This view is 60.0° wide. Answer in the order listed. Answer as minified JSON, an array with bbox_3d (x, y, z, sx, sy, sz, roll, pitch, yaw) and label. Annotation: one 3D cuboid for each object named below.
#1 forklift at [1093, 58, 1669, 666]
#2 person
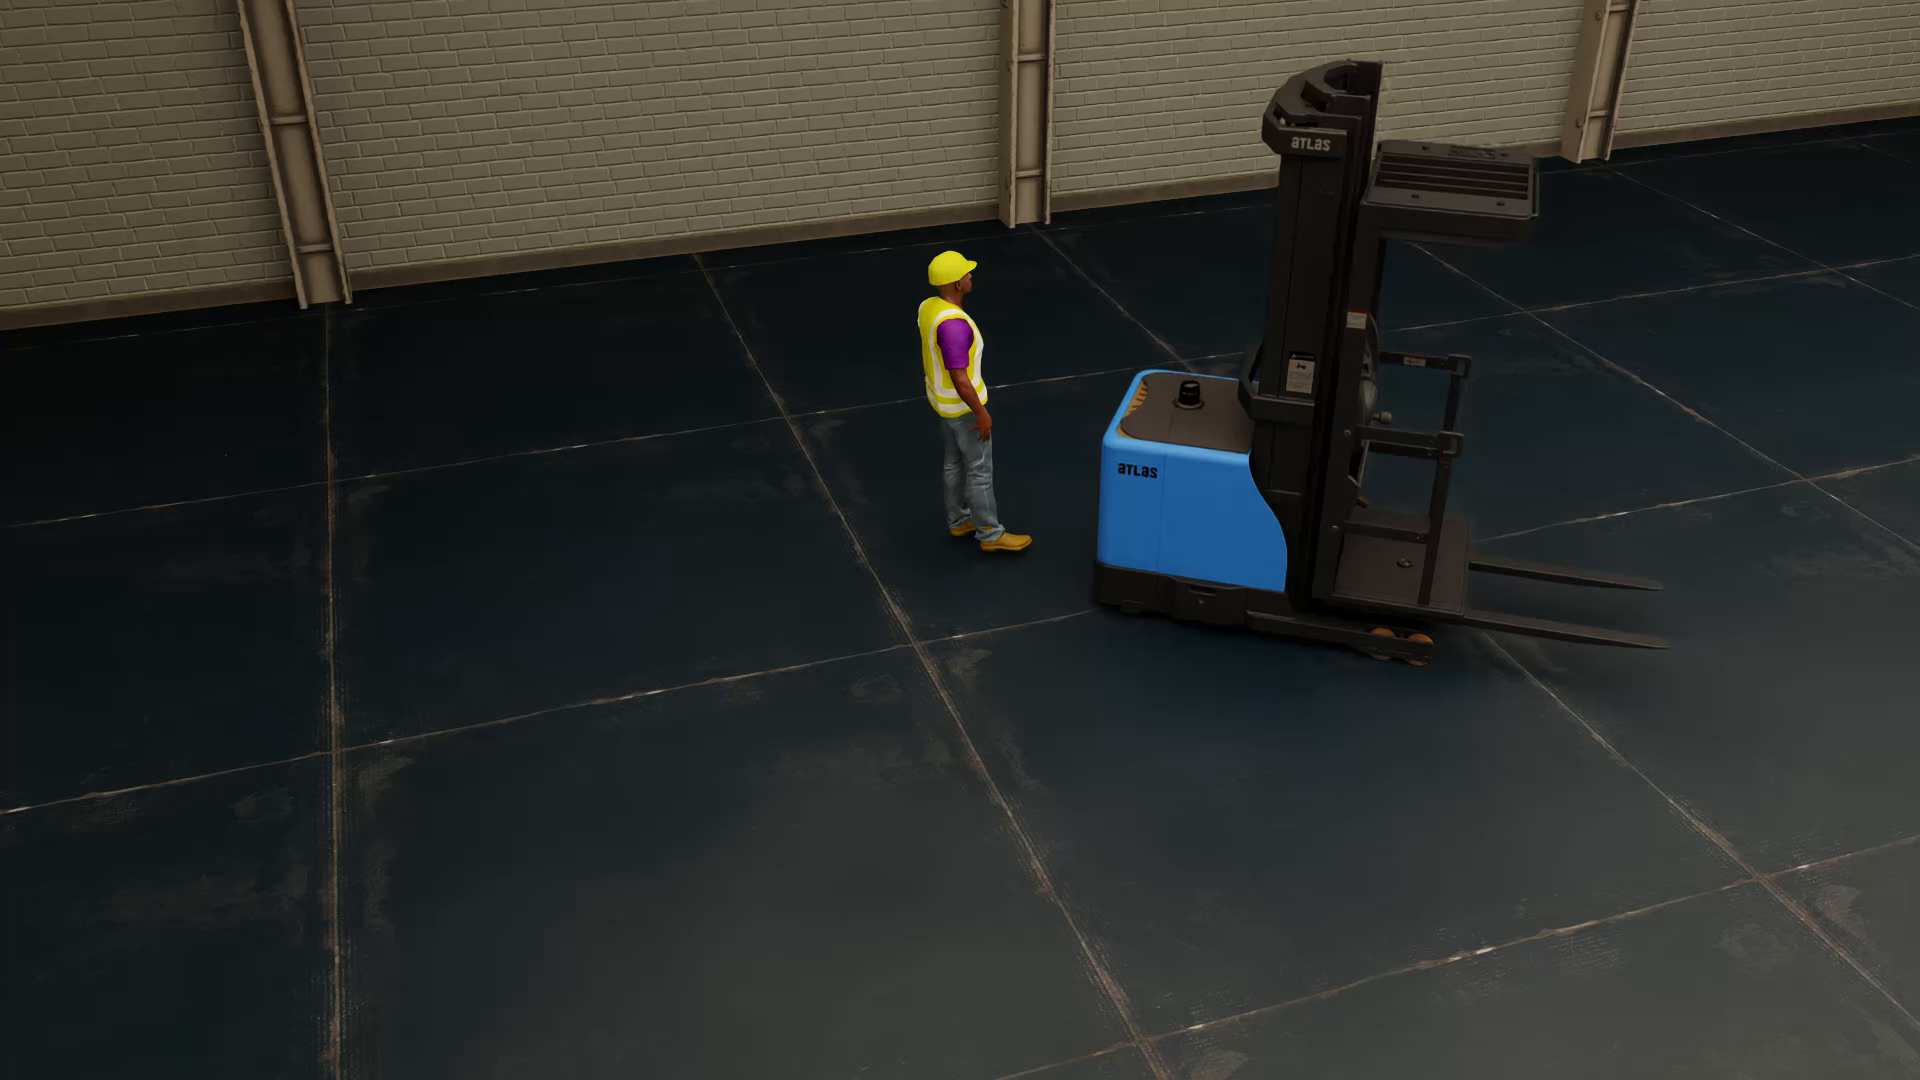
[{"bbox_3d":[2.321,-0.898,8.647,3.031,2.935,1.130,9,31,15],"label":"forklift"},{"bbox_3d":[0.067,-0.815,9.576,0.577,1.765,0.665,-10,31,-16],"label":"person"}]
